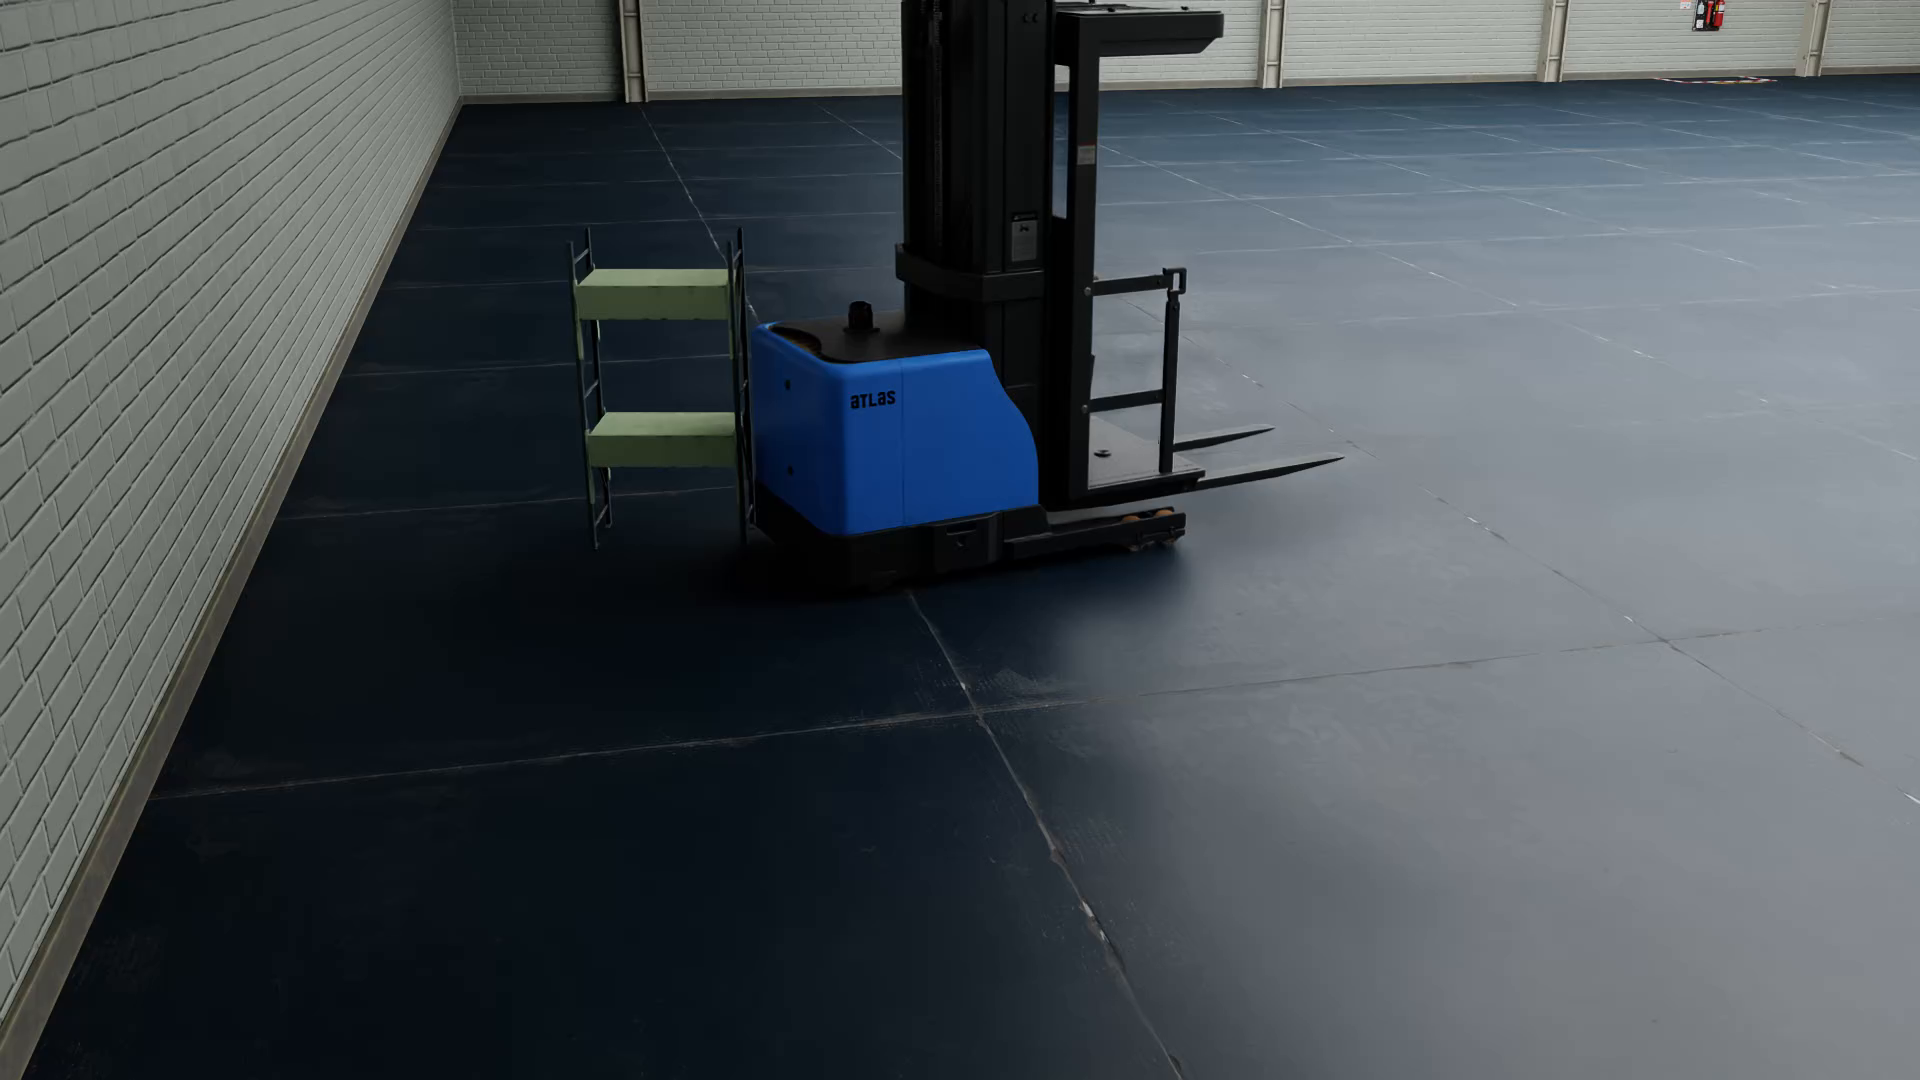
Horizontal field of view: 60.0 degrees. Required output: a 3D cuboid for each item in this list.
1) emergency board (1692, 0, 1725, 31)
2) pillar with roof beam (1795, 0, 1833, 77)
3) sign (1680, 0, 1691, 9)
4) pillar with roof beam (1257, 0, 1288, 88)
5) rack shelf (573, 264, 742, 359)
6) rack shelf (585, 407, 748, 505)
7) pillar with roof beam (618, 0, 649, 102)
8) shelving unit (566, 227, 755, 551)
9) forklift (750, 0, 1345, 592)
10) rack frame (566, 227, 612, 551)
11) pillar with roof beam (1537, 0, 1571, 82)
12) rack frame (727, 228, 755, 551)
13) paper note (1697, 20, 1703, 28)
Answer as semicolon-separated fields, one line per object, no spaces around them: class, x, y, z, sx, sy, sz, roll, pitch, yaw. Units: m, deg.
emergency board;15.219;-10.889;33.597;0.643;1.169;0.194;-5;21;-12
pillar with roof beam;18.623;-12.448;29.131;0.400;9.000;9.100;-5;21;-12
sign;14.657;-10.897;33.566;0.234;0.329;0.001;-5;21;-12
pillar with roof beam;6.945;-11.498;26.538;0.400;9.000;9.100;-5;21;-12
rack shelf;-1.418;-1.088;7.886;0.720;0.370;0.431;0;20;0
rack shelf;-1.418;-0.415;8.132;0.720;0.370;0.431;0;20;0
pillar with roof beam;-4.732;-10.548;23.945;0.400;9.000;9.100;-5;21;-12
shelving unit;-1.418;-0.721;8.020;0.755;1.500;0.431;0;20;0
forklift;0.540;-1.478;8.006;3.031;2.935;1.130;-10;22;-25
rack frame;-1.784;-0.722;8.021;0.023;1.500;0.400;0;20;0
pillar with roof beam;12.784;-11.973;27.834;0.400;9.000;9.100;-5;21;-12
rack frame;-1.052;-0.721;8.019;0.023;1.500;0.400;0;20;0
paper note;15.031;-10.485;33.774;0.142;0.148;0.016;-5;21;-12
